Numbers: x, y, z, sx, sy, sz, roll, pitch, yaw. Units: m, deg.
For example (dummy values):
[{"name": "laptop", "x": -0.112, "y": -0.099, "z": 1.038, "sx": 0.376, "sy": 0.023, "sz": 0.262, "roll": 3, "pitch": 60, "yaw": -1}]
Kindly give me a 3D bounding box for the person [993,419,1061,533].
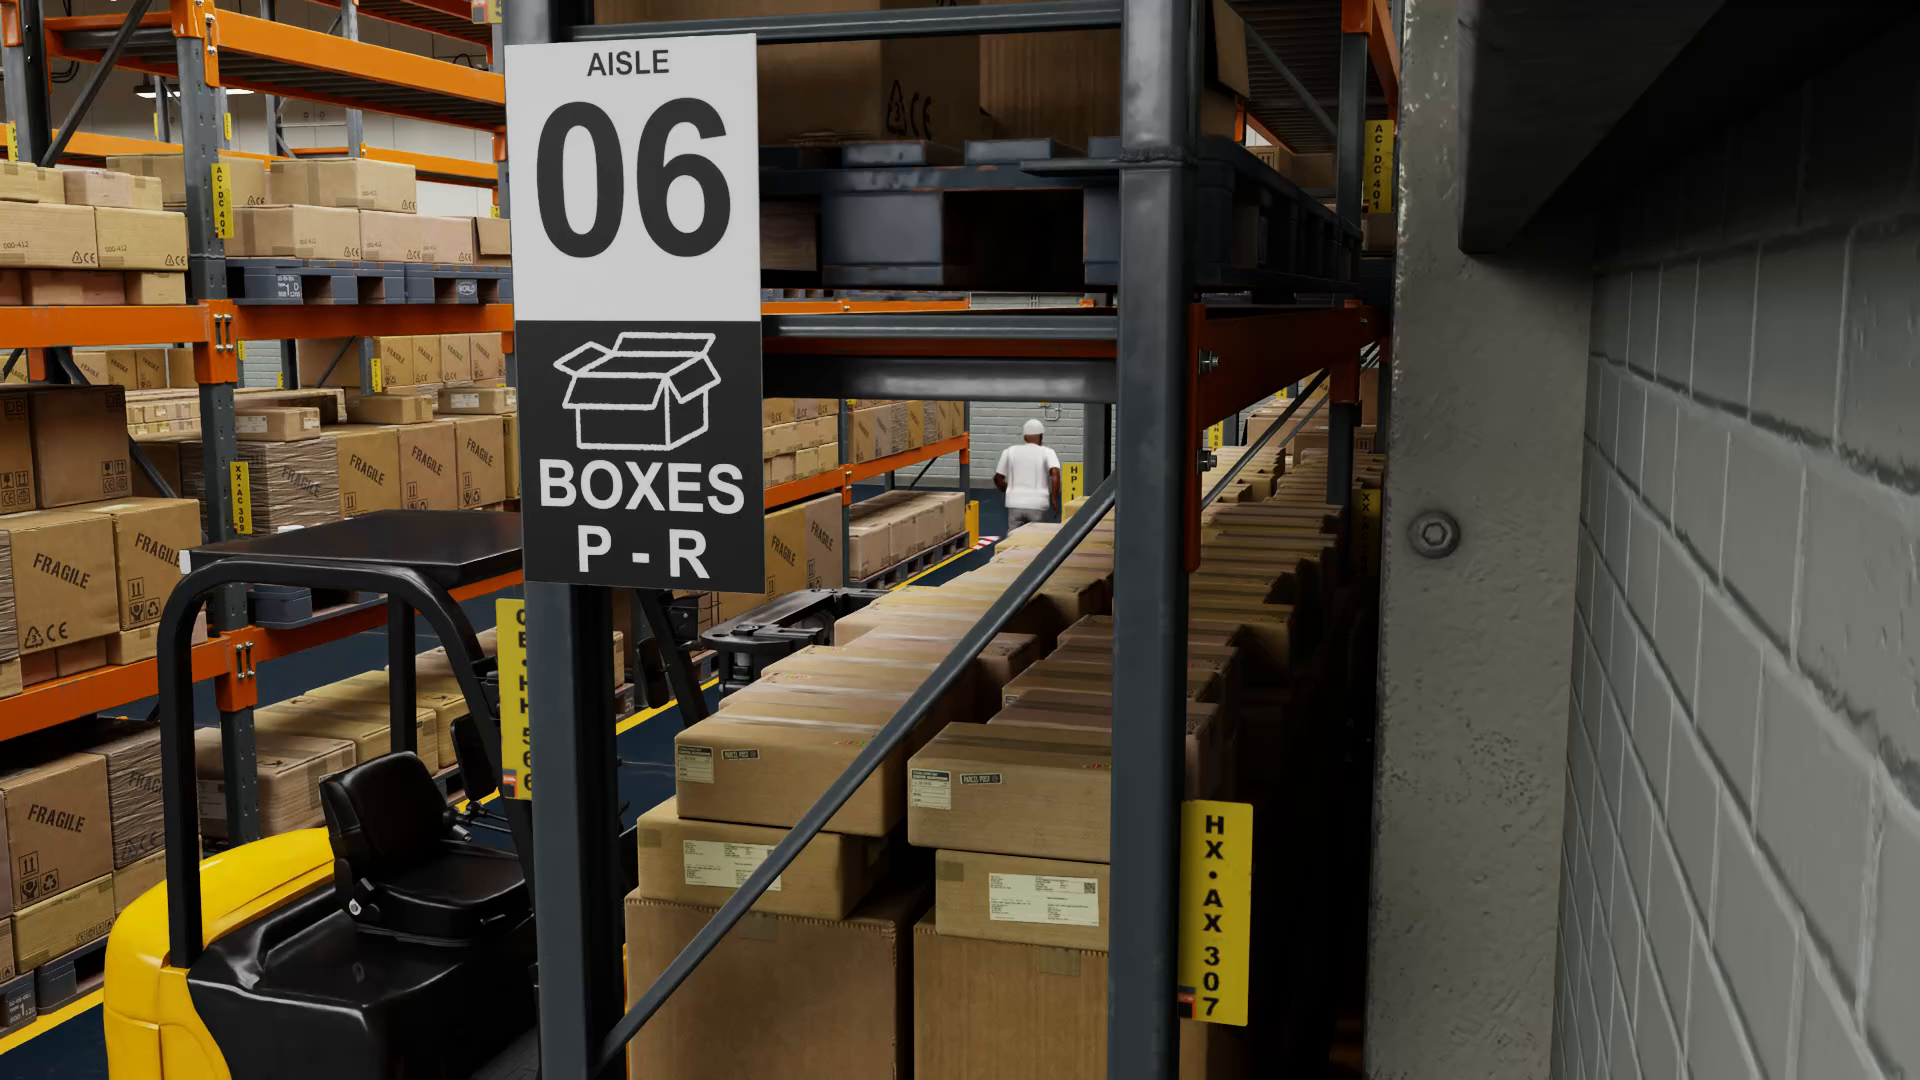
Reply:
[{"name": "person", "x": 0.625, "y": -0.276, "z": 15.716, "sx": 0.676, "sy": 1.696, "sz": 0.849, "roll": 2, "pitch": 9, "yaw": 15}]
